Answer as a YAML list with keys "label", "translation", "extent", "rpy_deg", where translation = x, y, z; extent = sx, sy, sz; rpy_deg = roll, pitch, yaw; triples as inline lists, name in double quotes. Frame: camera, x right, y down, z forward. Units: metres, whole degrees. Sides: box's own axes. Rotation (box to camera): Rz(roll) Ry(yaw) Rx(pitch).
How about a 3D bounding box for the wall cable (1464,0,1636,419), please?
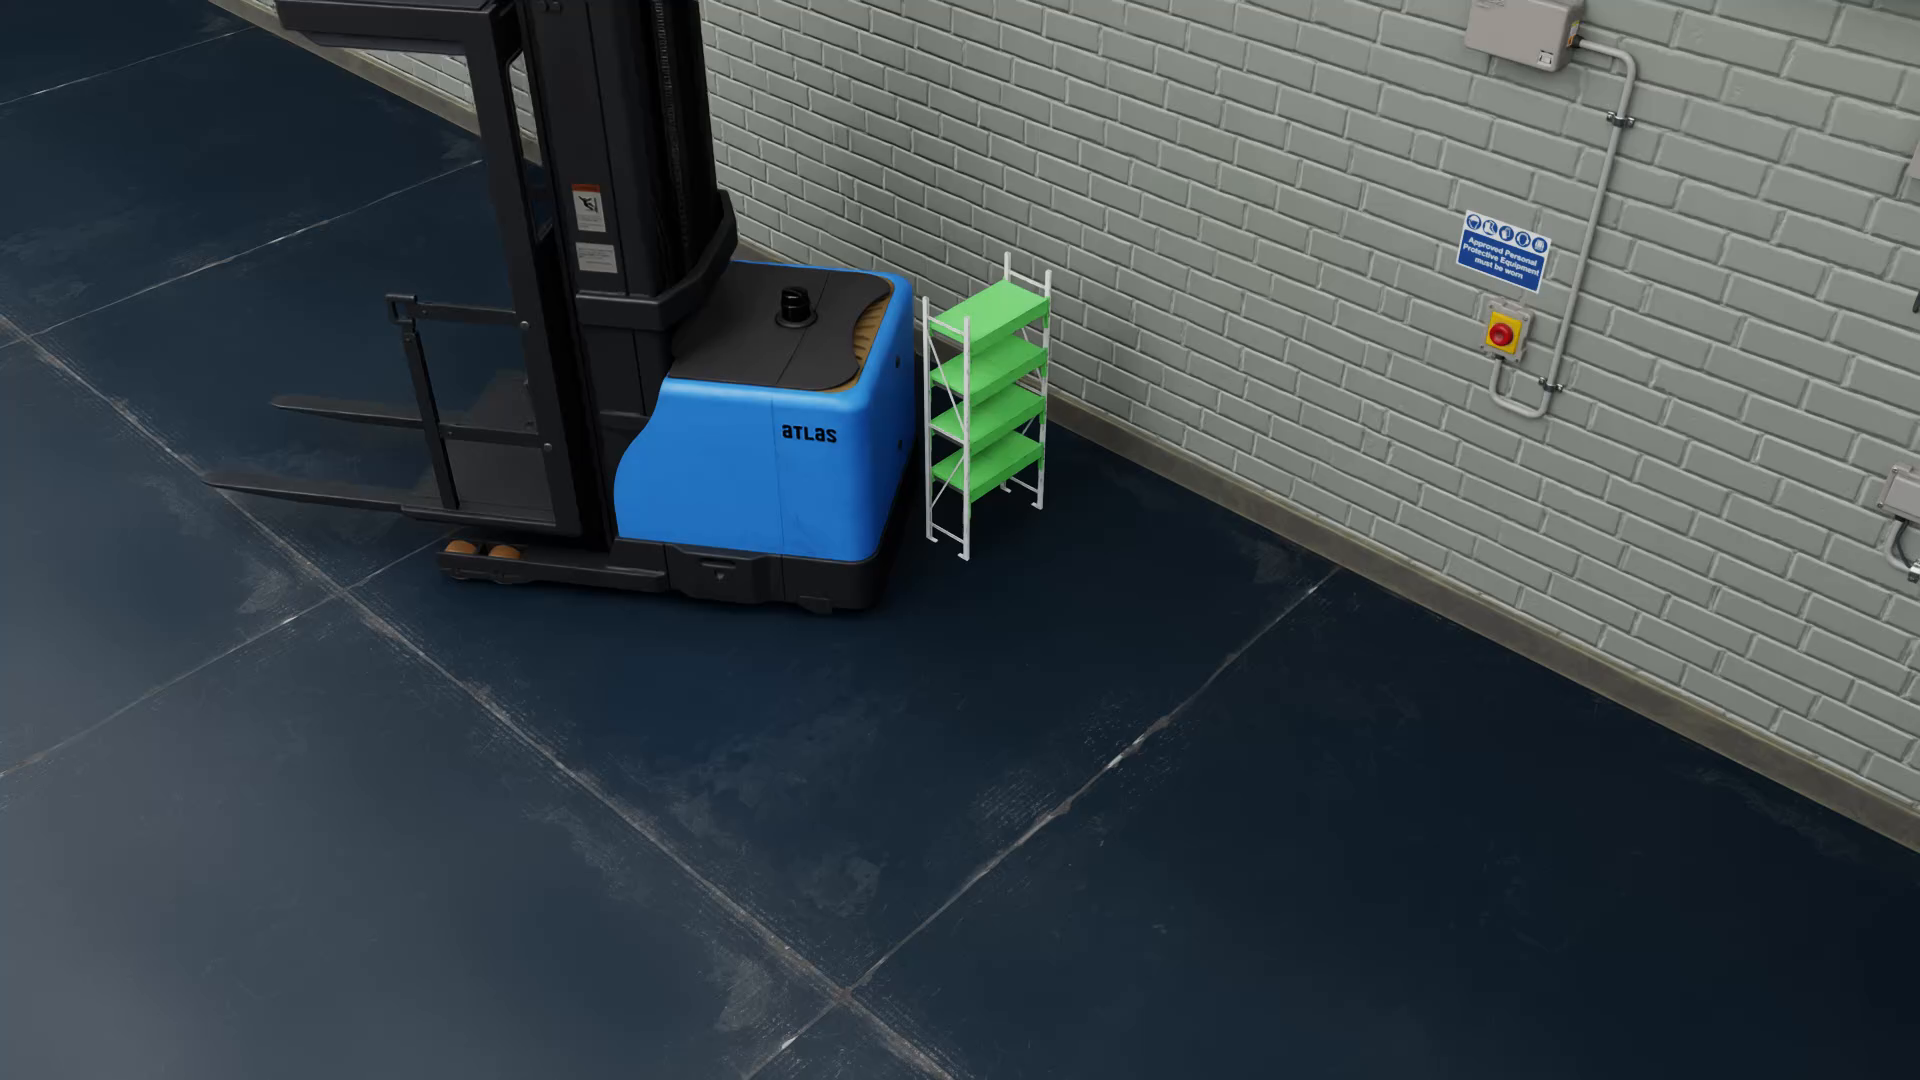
- label: "wall cable"
  translation: [1.923, -1.282, 5.610]
  extent: [0.585, 1.953, 0.123]
  rpy_deg: [30, 47, 32]

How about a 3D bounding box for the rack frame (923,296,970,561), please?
- label: "rack frame"
  translation: [-0.053, -0.434, 6.831]
  extent: [0.240, 1.200, 0.015]
  rpy_deg: [30, 47, 32]

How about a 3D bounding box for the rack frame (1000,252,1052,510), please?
- label: "rack frame"
  translation: [0.276, -0.658, 7.113]
  extent: [0.240, 1.200, 0.015]
  rpy_deg: [30, 47, 32]

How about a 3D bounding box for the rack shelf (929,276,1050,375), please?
- label: "rack shelf"
  translation: [0.112, -0.871, 6.713]
  extent: [0.258, 0.148, 0.480]
  rpy_deg: [30, 47, 32]

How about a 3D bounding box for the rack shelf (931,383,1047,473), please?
- label: "rack shelf"
  translation: [0.112, -0.496, 7.012]
  extent: [0.258, 0.148, 0.480]
  rpy_deg: [30, 47, 32]

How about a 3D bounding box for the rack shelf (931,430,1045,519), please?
- label: "rack shelf"
  translation: [0.112, -0.308, 7.161]
  extent: [0.258, 0.148, 0.480]
  rpy_deg: [30, 47, 32]

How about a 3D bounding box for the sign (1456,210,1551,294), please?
- label: "sign"
  translation: [1.929, -1.026, 5.913]
  extent: [0.327, 0.218, 0.001]
  rpy_deg: [30, 47, 32]

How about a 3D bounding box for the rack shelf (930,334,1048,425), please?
- label: "rack shelf"
  translation: [0.112, -0.684, 6.863]
  extent: [0.258, 0.148, 0.480]
  rpy_deg: [30, 47, 32]

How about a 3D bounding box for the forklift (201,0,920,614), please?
- label: "forklift"
  translation: [-1.747, -1.276, 6.500]
  extent: [3.031, 2.935, 1.130]
  rpy_deg: [6, 39, 8]

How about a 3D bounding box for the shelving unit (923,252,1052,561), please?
- label: "shelving unit"
  translation: [0.112, -0.546, 6.972]
  extent: [0.258, 1.200, 0.503]
  rpy_deg: [30, 47, 32]

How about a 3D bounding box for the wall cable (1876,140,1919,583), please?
- label: "wall cable"
  translation: [2.978, -0.679, 4.878]
  extent: [0.588, 1.984, 0.122]
  rpy_deg: [30, 47, 32]
